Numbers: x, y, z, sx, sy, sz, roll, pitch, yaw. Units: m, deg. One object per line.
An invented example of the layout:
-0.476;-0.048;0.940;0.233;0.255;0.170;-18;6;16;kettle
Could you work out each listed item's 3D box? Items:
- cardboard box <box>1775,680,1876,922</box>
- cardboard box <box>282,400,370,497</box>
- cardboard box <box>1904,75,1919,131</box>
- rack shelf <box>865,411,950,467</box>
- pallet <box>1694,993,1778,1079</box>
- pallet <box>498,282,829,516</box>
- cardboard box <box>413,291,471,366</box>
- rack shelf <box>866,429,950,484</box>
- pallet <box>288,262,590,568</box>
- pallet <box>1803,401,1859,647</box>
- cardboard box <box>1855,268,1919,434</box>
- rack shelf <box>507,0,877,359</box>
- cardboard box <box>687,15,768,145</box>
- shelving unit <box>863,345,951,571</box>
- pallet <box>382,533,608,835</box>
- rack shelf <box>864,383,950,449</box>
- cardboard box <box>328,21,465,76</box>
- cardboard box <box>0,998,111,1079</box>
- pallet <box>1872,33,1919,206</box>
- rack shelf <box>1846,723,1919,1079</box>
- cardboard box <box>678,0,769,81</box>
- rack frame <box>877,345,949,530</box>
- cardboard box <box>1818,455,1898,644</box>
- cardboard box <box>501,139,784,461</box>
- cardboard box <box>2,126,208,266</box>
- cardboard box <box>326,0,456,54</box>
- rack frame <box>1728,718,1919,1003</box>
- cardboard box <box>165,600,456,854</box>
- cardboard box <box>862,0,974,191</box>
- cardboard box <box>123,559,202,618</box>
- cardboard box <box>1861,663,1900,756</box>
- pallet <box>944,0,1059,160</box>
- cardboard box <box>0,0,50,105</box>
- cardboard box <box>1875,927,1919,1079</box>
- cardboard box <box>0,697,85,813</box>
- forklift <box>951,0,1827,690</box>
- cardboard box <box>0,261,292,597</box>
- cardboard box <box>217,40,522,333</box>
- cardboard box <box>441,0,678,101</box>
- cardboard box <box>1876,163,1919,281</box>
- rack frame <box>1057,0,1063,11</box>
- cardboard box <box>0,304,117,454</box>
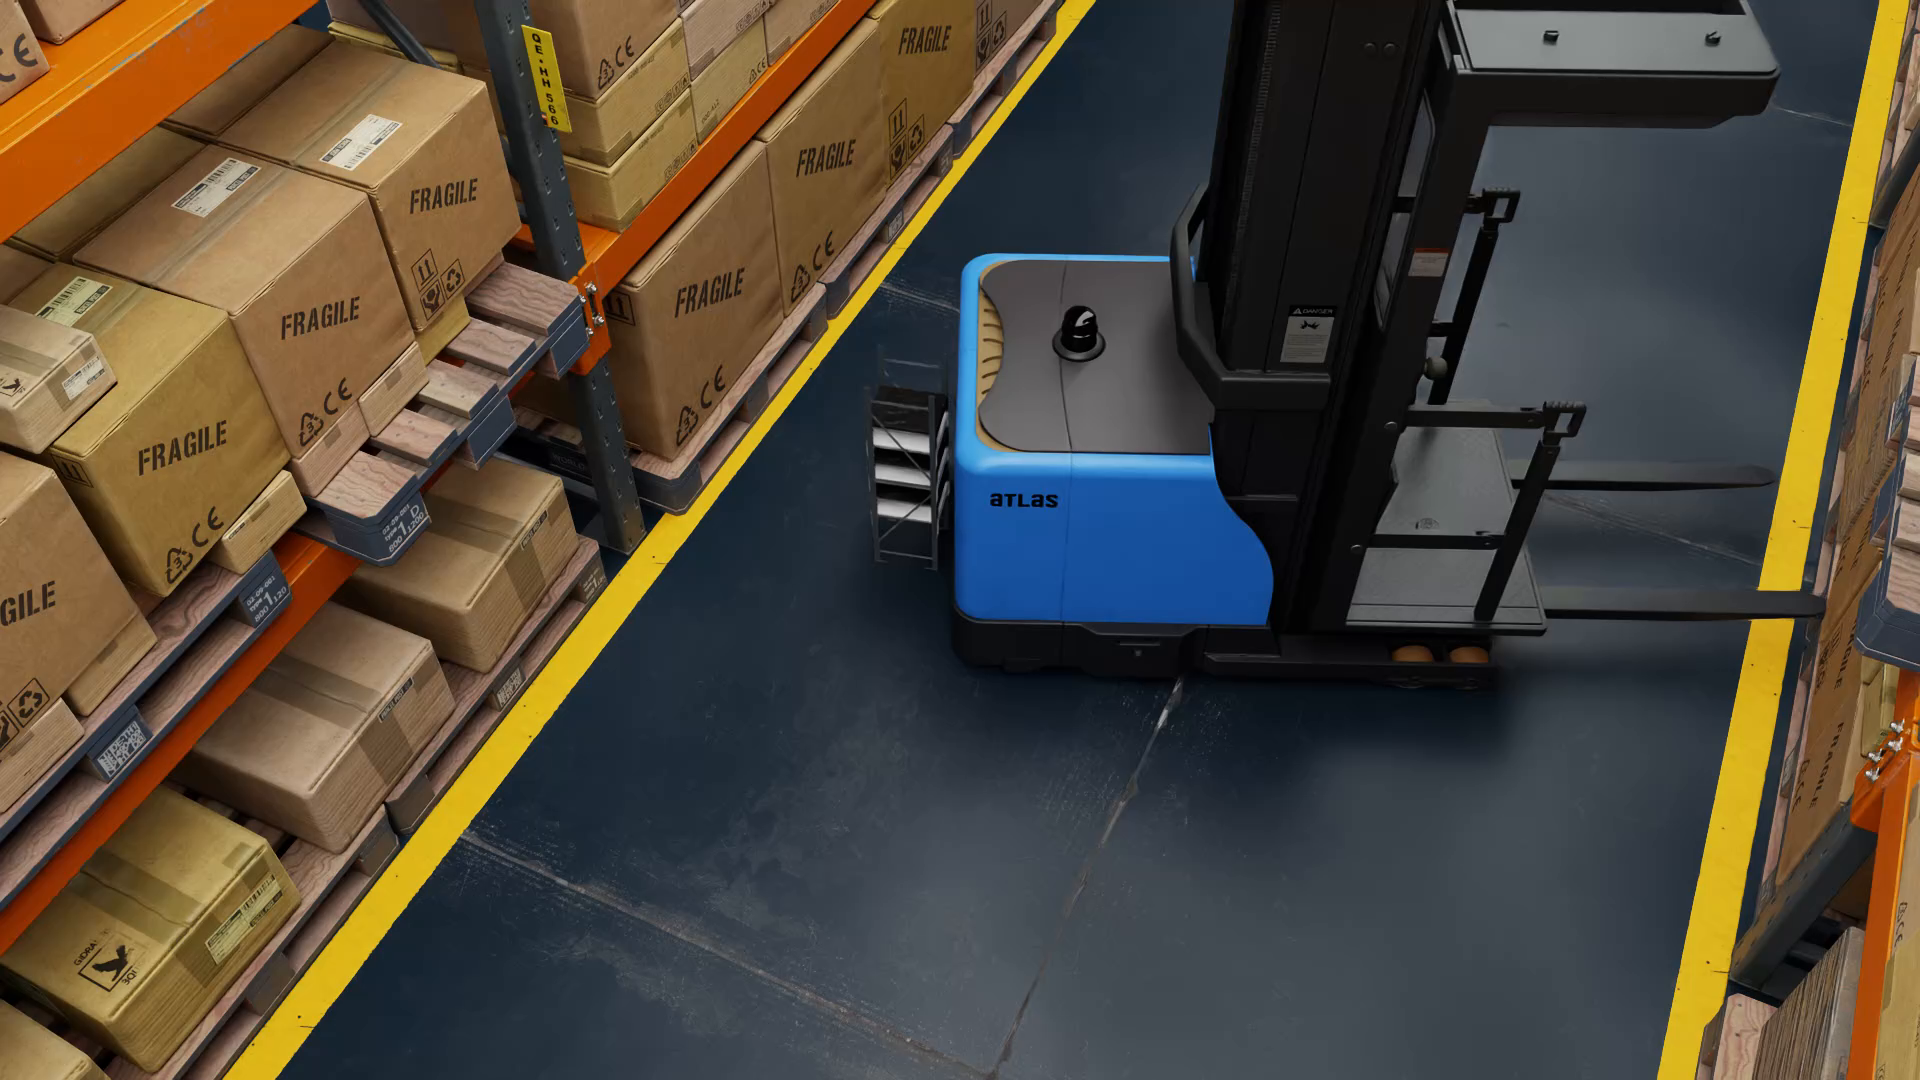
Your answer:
2.819;0.813;4.954;0.500;0.500;0.500;21;53;17;cardboard box
-1.815;-0.298;4.423;0.380;0.149;0.250;18;52;14;cardboard box
4.514;-1.946;7.532;0.380;0.149;0.250;18;52;15;cardboard box
-0.181;-0.368;5.779;0.258;0.077;0.200;9;50;7;rack shelf
2.446;1.958;4.445;1.003;0.211;1.213;20;52;16;pallet
-1.252;-0.727;6.730;1.003;0.211;1.213;20;52;16;pallet
-1.633;-0.657;4.728;0.380;0.149;0.250;21;53;17;cardboard box
-0.180;-0.310;5.848;0.258;0.077;0.200;9;50;7;rack shelf
-1.865;-0.525;4.853;1.213;0.211;1.003;20;52;16;pallet
3.708;0.065;6.056;1.003;0.211;1.213;20;52;16;pallet
3.696;-0.608;6.164;0.500;0.500;0.500;18;52;15;cardboard box
-0.802;-2.256;6.673;1.077;0.370;4.000;20;52;16;rack shelf
-1.017;-1.678;5.807;0.500;0.250;0.500;18;52;15;cardboard box
-0.180;-0.273;5.891;0.258;0.900;0.210;9;50;7;shelving unit
-1.992;0.329;5.832;1.003;0.211;1.213;20;52;16;pallet
-0.181;-0.427;5.711;0.258;0.077;0.200;9;50;7;rack shelf
-1.680;-1.642;5.448;0.500;0.250;0.500;20;52;16;cardboard box
-2.840;1.499;4.454;0.950;0.372;0.625;23;53;18;cardboard box
4.836;-1.823;7.663;1.003;0.211;1.213;20;52;16;pallet
1.978;2.110;2.957;1.077;0.370;4.000;20;52;16;rack shelf
-0.995;-1.850;5.625;0.500;0.250;0.500;21;53;17;cardboard box
-0.160;-0.349;5.956;0.240;0.900;0.006;9;50;7;rack frame
3.263;0.110;5.552;0.500;0.500;0.500;22;53;18;cardboard box
-1.287;-1.009;6.258;0.875;0.875;0.875;19;52;16;cardboard box
-2.275;-0.782;4.409;0.500;0.500;0.500;22;53;18;cardboard box
-1.673;-1.910;5.184;0.500;0.500;0.500;19;52;15;cardboard box
2.833;0.500;3.855;1.000;3.000;0.127;20;52;16;rack frame
-2.215;0.500;5.305;0.950;0.372;0.625;19;52;15;cardboard box
-0.519;-2.237;7.303;0.875;0.875;0.875;21;53;17;cardboard box
-2.141;0.028;4.146;0.380;0.149;0.250;20;53;16;cardboard box
2.815;0.541;4.759;0.380;0.149;0.250;17;52;14;cardboard box
-0.210;-2.407;8.160;1.003;0.211;1.213;20;52;16;pallet
-2.283;-1.058;3.144;0.797;0.503;0.637;20;52;16;cardboard box
2.203;1.119;3.426;0.500;0.250;0.500;19;52;15;cardboard box
-2.262;0.421;3.811;0.380;0.149;0.250;22;53;17;cardboard box
1.496;-0.842;5.042;3.031;2.935;1.130;1;50;1;forklift
-2.025;-0.266;3.970;0.500;0.500;0.500;17;52;14;cardboard box
-1.600;-0.974;4.572;0.500;0.500;0.500;18;52;15;cardboard box
-1.225;-1.729;5.029;0.500;0.500;0.500;18;52;15;cardboard box
4.131;-1.320;6.770;0.500;0.500;0.500;22;53;18;cardboard box
0.052;-3.867;7.571;1.000;3.000;0.127;20;52;16;rack frame
-2.101;-0.369;3.632;0.380;0.149;0.250;18;52;14;cardboard box
